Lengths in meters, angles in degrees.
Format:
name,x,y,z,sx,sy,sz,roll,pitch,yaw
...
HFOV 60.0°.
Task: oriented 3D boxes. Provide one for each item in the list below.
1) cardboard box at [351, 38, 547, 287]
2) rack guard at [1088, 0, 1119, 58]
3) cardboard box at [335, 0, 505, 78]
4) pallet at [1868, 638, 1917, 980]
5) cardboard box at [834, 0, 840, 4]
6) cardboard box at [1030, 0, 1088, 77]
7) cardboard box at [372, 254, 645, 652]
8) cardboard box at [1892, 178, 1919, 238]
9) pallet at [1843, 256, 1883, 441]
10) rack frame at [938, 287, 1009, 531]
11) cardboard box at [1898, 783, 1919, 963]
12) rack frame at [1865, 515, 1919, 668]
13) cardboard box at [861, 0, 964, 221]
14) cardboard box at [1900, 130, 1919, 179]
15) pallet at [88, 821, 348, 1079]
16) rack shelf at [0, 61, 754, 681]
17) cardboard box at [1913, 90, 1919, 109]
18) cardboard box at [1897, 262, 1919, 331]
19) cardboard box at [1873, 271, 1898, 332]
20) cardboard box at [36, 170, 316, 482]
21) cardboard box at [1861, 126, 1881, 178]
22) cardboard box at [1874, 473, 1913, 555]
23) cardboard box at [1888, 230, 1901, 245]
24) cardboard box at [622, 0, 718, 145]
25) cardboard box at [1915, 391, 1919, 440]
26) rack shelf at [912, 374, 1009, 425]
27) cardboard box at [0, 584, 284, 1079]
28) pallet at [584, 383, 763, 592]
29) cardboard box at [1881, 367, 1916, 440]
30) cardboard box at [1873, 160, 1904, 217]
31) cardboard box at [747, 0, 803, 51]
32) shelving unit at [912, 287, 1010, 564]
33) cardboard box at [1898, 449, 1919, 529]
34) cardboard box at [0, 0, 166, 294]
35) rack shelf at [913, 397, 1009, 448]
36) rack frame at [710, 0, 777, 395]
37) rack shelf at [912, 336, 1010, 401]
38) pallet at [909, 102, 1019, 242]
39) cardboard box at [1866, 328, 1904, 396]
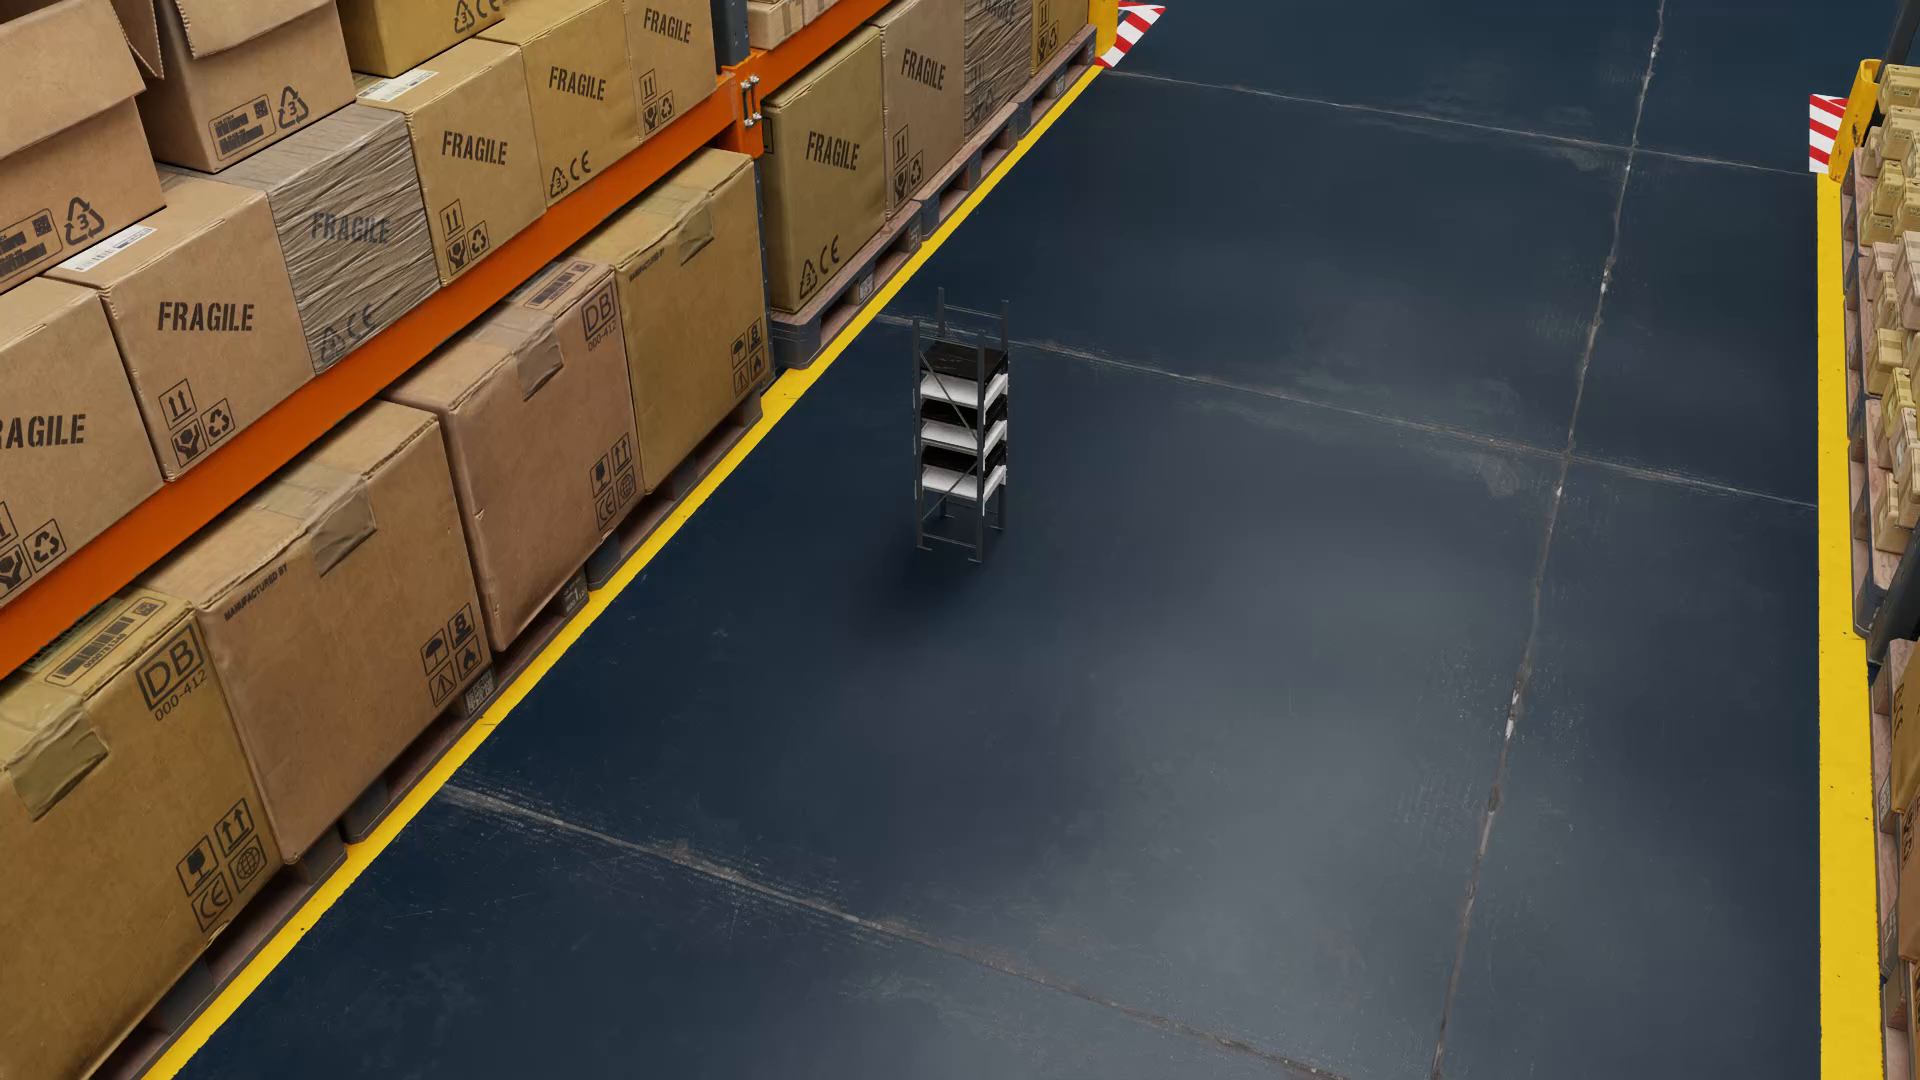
name,x,y,z,sx,sy,sz,roll,pitch,yaw
cardboard box,-1.526,-1.072,4.595,0.500,0.500,0.500,13,39,17
rack guard,0.317,-3.143,9.537,1.175,0.500,0.348,14,39,18
cardboard box,-1.721,-1.625,4.497,0.797,0.503,0.637,14,39,18
pallet,3.040,0.818,4.479,1.003,0.211,1.213,14,39,18
cardboard box,-0.594,-2.195,6.391,0.380,0.149,0.250,15,39,19
cardboard box,0.138,-3.075,8.783,0.875,0.875,0.875,14,39,18
cardboard box,-1.778,-0.379,5.176,1.225,0.875,0.875,13,39,16
cardboard box,3.860,-1.264,6.469,0.380,0.149,0.250,14,39,18
pallet,4.020,-0.671,6.471,1.003,0.211,1.213,14,39,18
rack frame,0.042,-0.421,5.562,0.240,0.900,0.006,14,39,18
cardboard box,2.608,0.745,3.985,0.500,0.500,0.500,16,40,20
rack frame,3.334,-0.730,4.221,1.000,3.000,0.127,14,39,18
cardboard box,-0.546,-2.079,7.449,0.875,0.875,0.875,14,39,18
cardboard box,4.117,-1.550,6.852,0.380,0.149,0.250,12,38,16
pallet,-2.366,0.996,4.241,1.003,0.211,1.213,14,39,18
rack shelf,-1.975,-0.521,4.542,1.077,0.370,4.000,14,39,18
cardboard box,4.349,-1.817,7.209,0.380,0.149,0.250,15,39,19
cardboard box,3.566,-0.838,5.899,0.380,0.149,0.250,12,38,16
cardboard box,3.785,-0.894,6.472,0.380,0.149,0.250,14,39,18
cardboard box,-1.914,-0.519,3.855,0.500,0.500,0.500,13,39,17
cardboard box,4.361,-1.754,7.622,0.380,0.149,0.250,15,39,19
cardboard box,3.169,-0.051,5.344,0.380,0.149,0.250,14,39,18
cardboard box,4.041,-1.172,6.843,0.380,0.149,0.250,14,39,18
cardboard box,-1.139,-1.635,5.348,0.500,0.500,0.500,14,39,18
cardboard box,3.290,-0.402,5.315,0.380,0.149,0.250,14,39,18
rack shelf,0.003,-0.482,5.399,0.258,0.077,0.200,14,39,18
cardboard box,-2.454,0.604,3.860,1.225,0.875,0.875,12,38,16
pallet,-1.438,-0.355,6.048,1.003,0.211,1.213,14,39,18
cardboard box,3.337,-0.428,5.599,0.380,0.149,0.250,13,39,16
cardboard box,4.054,-1.447,6.962,0.380,0.149,0.250,15,39,19
cardboard box,-0.794,-1.903,6.001,0.380,0.149,0.250,14,39,18
shelving unit,0.003,-0.365,5.487,0.258,0.900,0.210,14,39,18
cardboard box,3.160,-0.122,5.190,0.380,0.149,0.250,15,39,19
cardboard box,-2.192,-0.905,3.533,0.797,0.503,0.637,15,39,19
rack shelf,0.003,-0.410,5.453,0.258,0.077,0.200,14,39,18
rack frame,-1.214,-1.916,5.808,1.000,3.000,0.127,14,39,18
rack shelf,0.003,-0.555,5.345,0.258,0.077,0.200,14,39,18
pallet,-0.390,-1.880,8.089,1.003,0.211,1.213,14,39,18
cardboard box,3.562,-0.624,6.110,0.380,0.149,0.250,14,39,18
